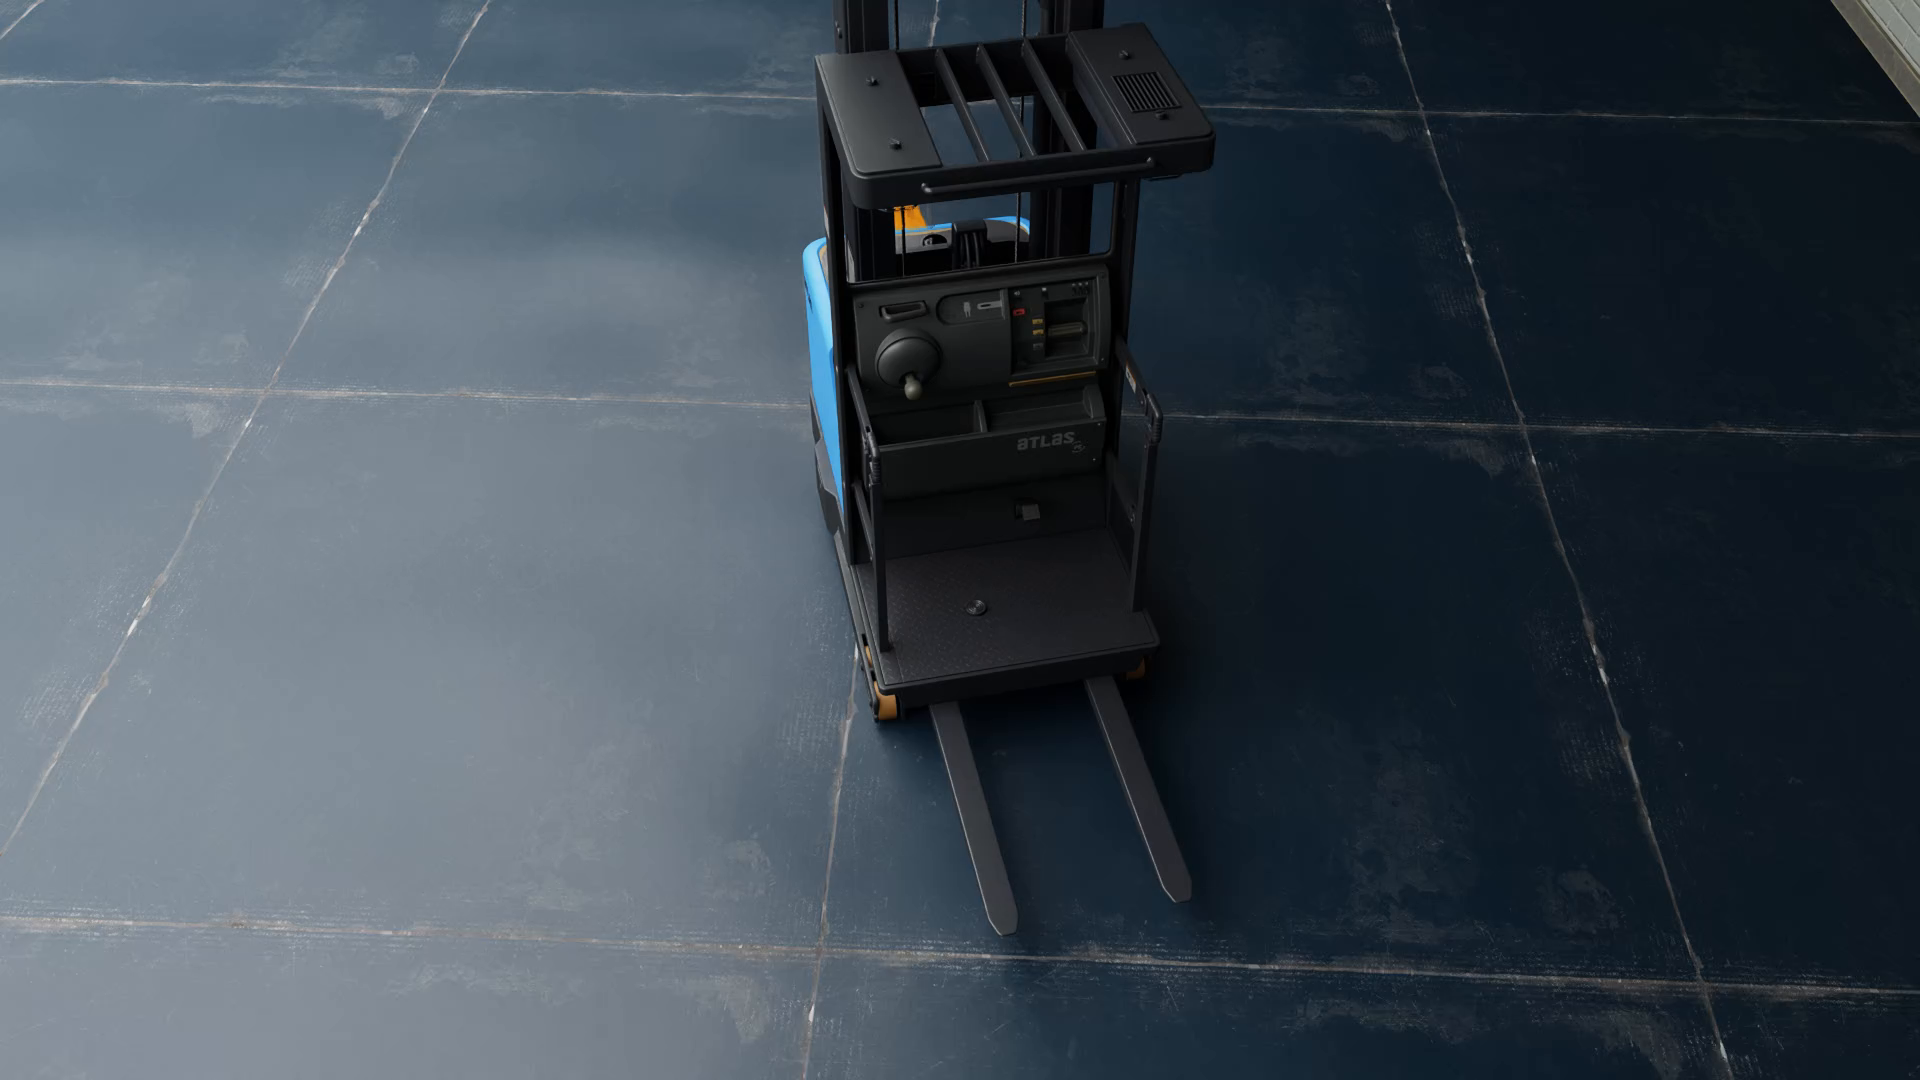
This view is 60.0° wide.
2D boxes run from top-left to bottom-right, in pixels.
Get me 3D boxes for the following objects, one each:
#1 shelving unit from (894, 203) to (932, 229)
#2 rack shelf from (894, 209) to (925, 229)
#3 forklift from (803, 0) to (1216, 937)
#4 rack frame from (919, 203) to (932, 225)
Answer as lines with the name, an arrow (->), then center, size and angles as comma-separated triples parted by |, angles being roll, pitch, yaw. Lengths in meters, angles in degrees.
shelving unit -> -0.241, -1.124, 7.577 | 0.189, 1.200, 0.258 | -9, 44, -10
rack shelf -> -0.241, -1.355, 7.362 | 0.180, 0.103, 0.258 | -9, 44, -10
forklift -> 0.134, -0.653, 5.800 | 1.130, 2.935, 3.031 | -8, 44, -9
rack frame -> -0.152, -1.139, 7.593 | 0.006, 1.200, 0.240 | -9, 44, -10
